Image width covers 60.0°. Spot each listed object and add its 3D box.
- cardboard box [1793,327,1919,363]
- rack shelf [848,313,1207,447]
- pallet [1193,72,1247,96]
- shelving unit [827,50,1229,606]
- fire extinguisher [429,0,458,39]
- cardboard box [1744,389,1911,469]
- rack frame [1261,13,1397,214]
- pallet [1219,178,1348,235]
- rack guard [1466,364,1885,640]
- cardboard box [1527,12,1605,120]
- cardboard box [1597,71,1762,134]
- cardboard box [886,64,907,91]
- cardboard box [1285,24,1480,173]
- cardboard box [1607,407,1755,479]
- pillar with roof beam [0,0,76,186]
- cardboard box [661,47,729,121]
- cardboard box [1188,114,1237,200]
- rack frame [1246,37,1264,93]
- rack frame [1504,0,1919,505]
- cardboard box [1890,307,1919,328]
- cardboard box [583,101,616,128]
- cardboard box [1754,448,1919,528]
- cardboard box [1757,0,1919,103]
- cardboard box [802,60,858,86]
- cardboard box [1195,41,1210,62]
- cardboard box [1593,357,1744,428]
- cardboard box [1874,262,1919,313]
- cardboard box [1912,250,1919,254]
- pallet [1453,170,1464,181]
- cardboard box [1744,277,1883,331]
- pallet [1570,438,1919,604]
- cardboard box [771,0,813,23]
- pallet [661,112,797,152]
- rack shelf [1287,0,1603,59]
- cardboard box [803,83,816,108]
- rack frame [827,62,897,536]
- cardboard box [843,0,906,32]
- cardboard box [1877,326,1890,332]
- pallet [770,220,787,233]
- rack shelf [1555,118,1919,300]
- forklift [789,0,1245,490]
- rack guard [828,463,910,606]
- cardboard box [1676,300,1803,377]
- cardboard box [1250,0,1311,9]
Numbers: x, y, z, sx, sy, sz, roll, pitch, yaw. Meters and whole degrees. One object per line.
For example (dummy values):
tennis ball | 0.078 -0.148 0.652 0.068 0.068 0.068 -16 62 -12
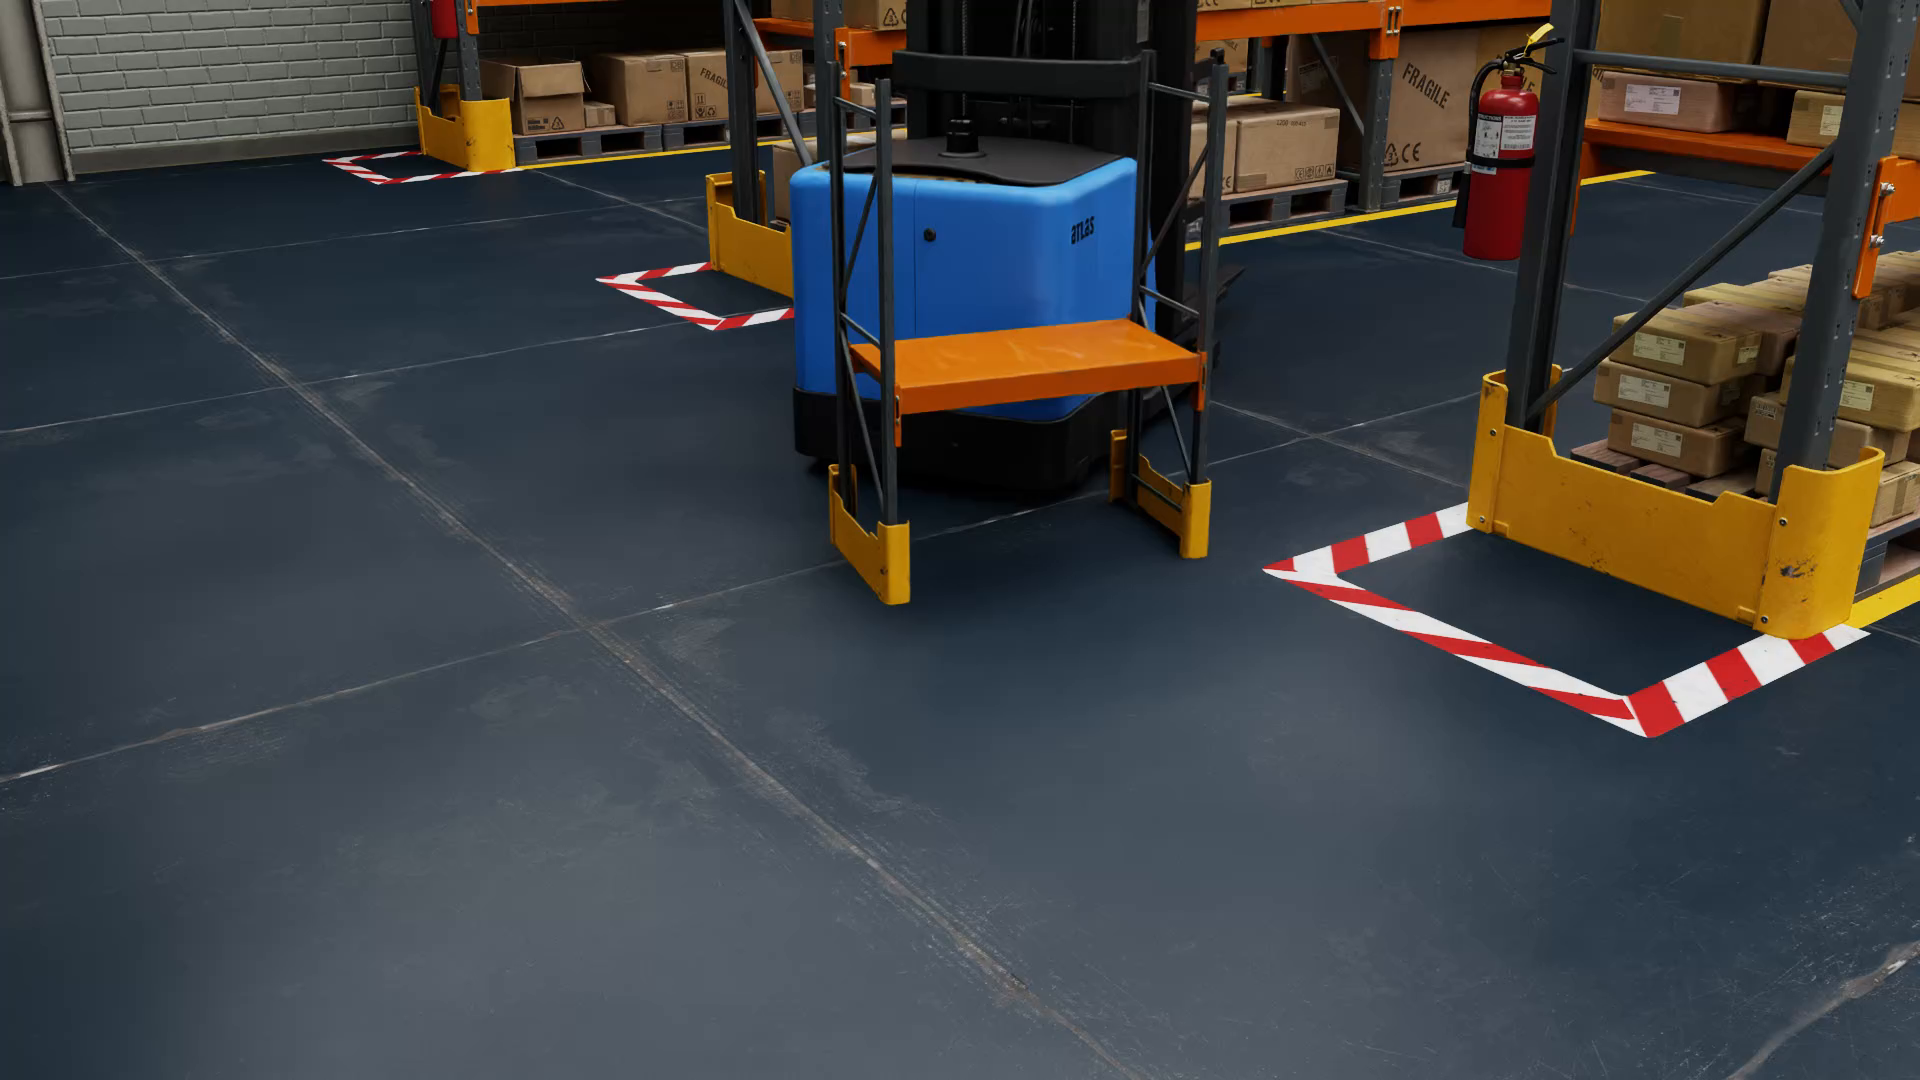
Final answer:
cardboard box | 2.854 -0.551 5.208 0.250 0.149 0.380 -14 26 -32
rack shelf | 0.190 -0.507 5.128 1.000 0.185 0.538 -8 23 -19
pallet | 2.068 -4.543 16.496 1.213 0.211 1.003 -15 26 -33
shelving unit | 0.182 -0.673 5.058 1.083 1.500 0.587 -8 23 -19
fire extinguisher | -3.647 -3.877 11.672 0.183 0.674 0.296 -15 26 -33
cardboard box | 2.652 -0.342 5.085 0.250 0.149 0.380 -14 26 -31
rack frame | 2.351 -3.630 10.446 0.127 3.000 1.000 -15 26 -33
pallet | 1.688 -2.194 10.609 1.213 0.211 1.003 -15 26 -33
rack guard | 2.139 -0.152 5.103 0.348 0.500 1.175 -15 26 -33
cardboard box | 4.262 -3.388 12.139 0.875 0.875 0.875 -15 26 -32
cardboard box | 2.177 -1.336 5.036 0.250 0.149 0.380 -15 26 -33
cardboard box | -0.325 -4.352 15.061 0.500 0.500 0.500 -15 26 -33
cardboard box | 2.808 -2.996 11.158 0.875 0.875 0.875 -14 26 -31
cardboard box | 2.383 -0.344 5.492 0.250 0.149 0.380 -14 26 -32
pillar with roof beam | -3.999 -5.435 6.876 0.400 9.000 9.100 -15 26 -33
cardboard box | -2.042 -3.652 13.308 0.500 0.500 0.500 -14 26 -32
cardboard box | 1.052 -2.337 10.097 0.875 0.438 0.875 -16 27 -34
rack frame | 2.696 -5.988 16.356 0.127 3.000 1.000 -15 26 -33
rack frame | 2.077 -1.297 4.599 0.127 3.000 1.000 -15 26 -33
cardboard box | 3.287 -0.646 5.445 0.250 0.149 0.380 -16 27 -35
cardboard box | -2.878 -3.312 12.928 0.250 0.149 0.380 -16 27 -35
cardboard box | 2.689 -0.185 5.092 0.250 0.149 0.380 -14 26 -32
cardboard box | 2.603 -1.495 4.561 0.500 0.500 0.500 -14 25 -30
cardboard box | -1.225 -3.997 14.426 0.500 0.311 0.500 -14 26 -31
cardboard box | 2.066 -4.761 16.086 0.500 0.500 0.500 -15 26 -34
cardboard box | 2.339 -0.506 5.496 0.250 0.149 0.380 -16 27 -34
cardboard box | 3.444 -0.902 6.086 0.250 0.149 0.380 -16 27 -35
cardboard box | 3.863 -1.009 6.354 0.250 0.149 0.380 -16 27 -35
pallet | 3.925 -2.790 12.104 1.213 0.211 1.003 -15 26 -33
cardboard box | 2.980 -0.803 5.839 0.250 0.149 0.380 -16 27 -35
pallet | 2.819 -0.183 5.571 1.213 0.211 1.003 -15 26 -33
cardboard box | -0.659 -2.995 8.719 0.500 0.500 0.500 -15 26 -33
pallet | -2.100 -3.413 13.666 1.213 0.211 1.003 -15 26 -33
rack shelf | 3.975 -3.729 11.664 4.000 0.370 1.077 -15 26 -33
cardboard box | -1.121 -3.761 13.898 0.258 0.266 0.396 -14 26 -31
rack frame | -0.285 -0.607 4.894 0.032 1.500 0.500 -8 23 -19
cardboard box | -0.339 -2.828 8.302 0.500 0.500 0.500 -15 26 -33
cardboard box | 3.172 -0.735 6.070 0.250 0.149 0.380 -14 26 -32
pallet | -0.293 -1.666 9.286 1.213 0.211 1.003 -15 26 -33
rack shelf | 3.701 -1.396 5.817 4.000 0.370 1.077 -15 26 -33
forklift | 0.468 -2.041 6.556 1.130 2.935 3.031 10 24 22
rack guard | -0.284 -0.027 5.126 0.087 0.250 0.587 -8 23 -19
cardboard box | 2.596 -0.672 5.510 0.250 0.149 0.380 -14 26 -32
cardboard box | 1.709 -3.386 9.700 0.500 0.500 0.500 -16 27 -34
